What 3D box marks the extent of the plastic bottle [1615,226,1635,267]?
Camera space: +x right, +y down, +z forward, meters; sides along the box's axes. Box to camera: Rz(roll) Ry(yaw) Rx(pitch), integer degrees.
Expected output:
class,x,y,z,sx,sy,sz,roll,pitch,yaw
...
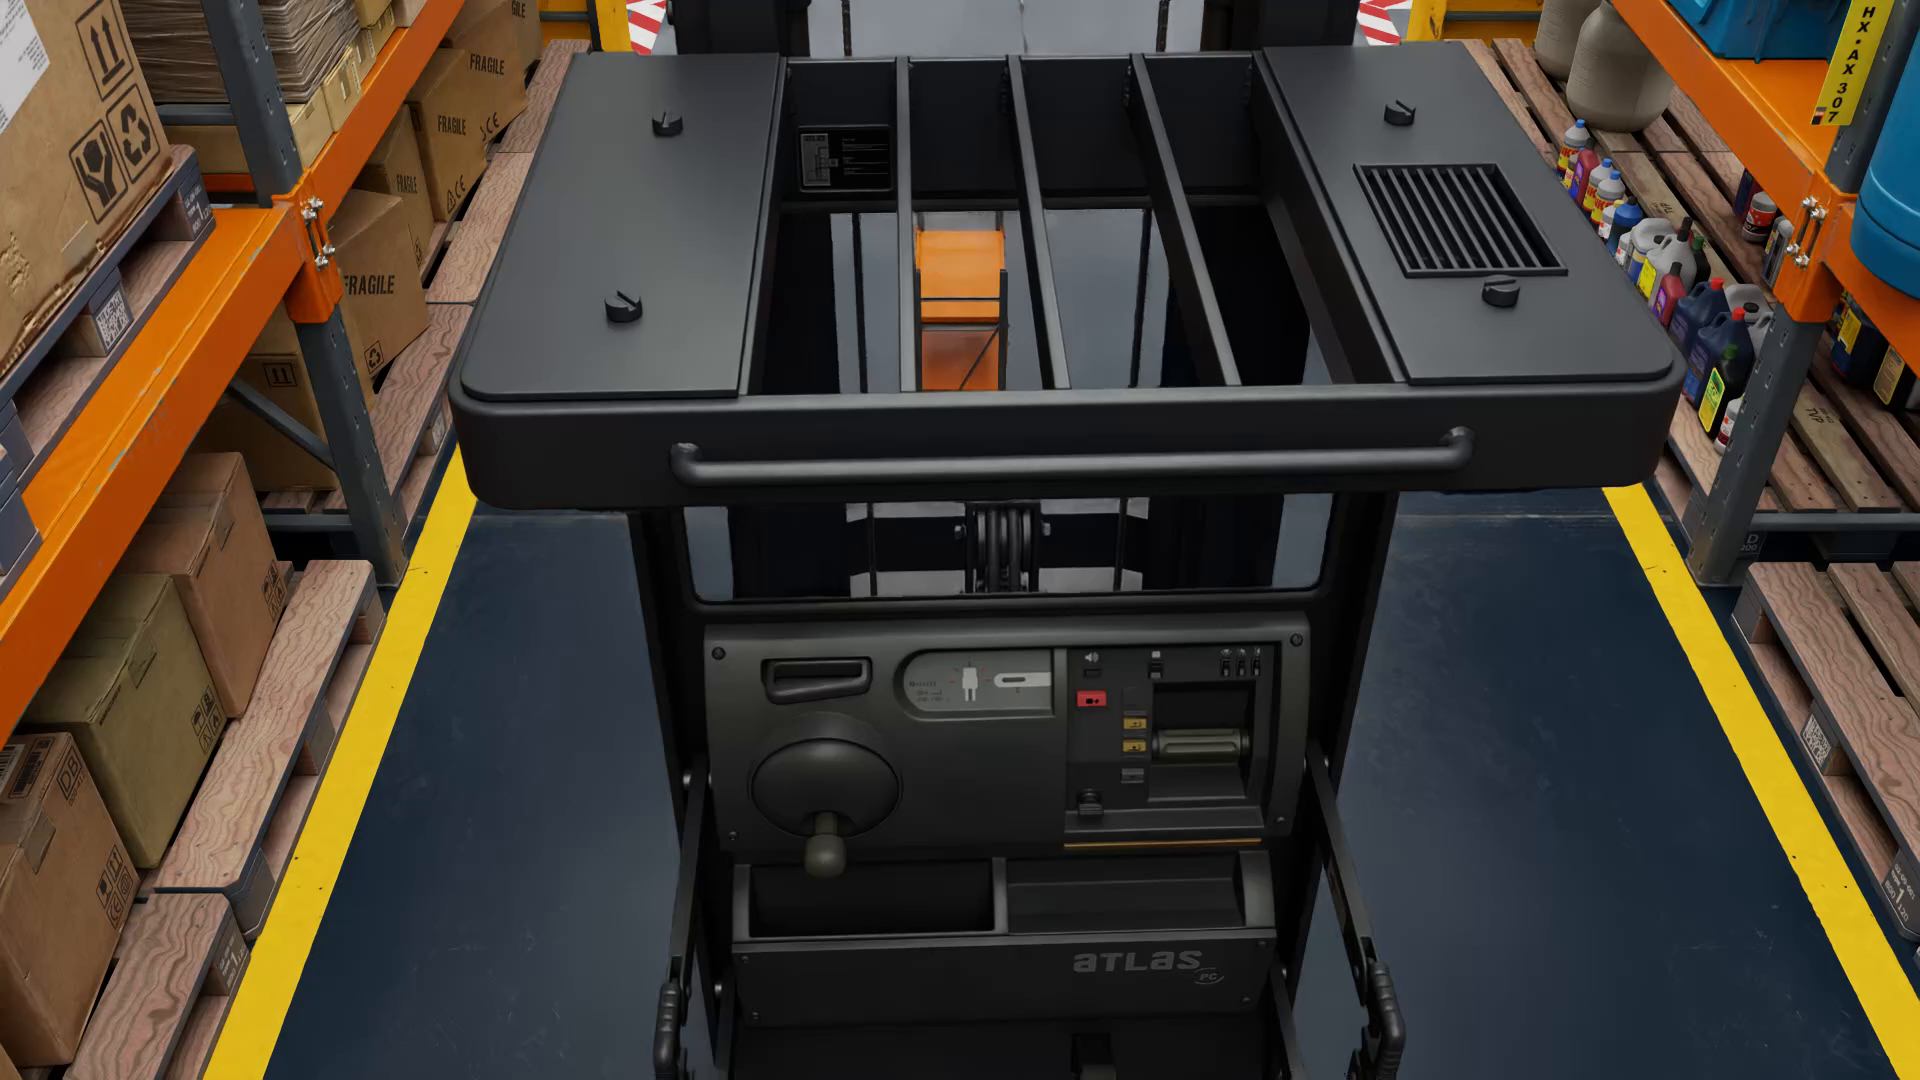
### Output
class,x,y,z,sx,sy,sz,roll,pitch,yaw
plastic bottle,2.433,-1.040,6.035,0.097,0.201,0.097,0,39,0

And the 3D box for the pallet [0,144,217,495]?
class,x,y,z,sx,sy,sz,roll,pitch,yaw
pallet,-2.351,-0.504,3.633,1.003,0.211,1.213,0,39,0

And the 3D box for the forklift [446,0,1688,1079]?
class,x,y,z,sx,sy,sz,roll,pitch,yaw
forklift,0.085,0.393,2.416,1.130,2.935,3.031,-1,39,-2

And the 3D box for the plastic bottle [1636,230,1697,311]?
class,x,y,z,sx,sy,sz,roll,pitch,yaw
plastic bottle,2.457,-0.923,5.769,0.144,0.351,0.185,0,39,0

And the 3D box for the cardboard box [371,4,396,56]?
class,x,y,z,sx,sy,sz,roll,pitch,yaw
cardboard box,-1.931,-1.562,5.002,0.380,0.149,0.250,0,39,0

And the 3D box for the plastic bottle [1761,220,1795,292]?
class,x,y,z,sx,sy,sz,roll,pitch,yaw
plastic bottle,3.011,-1.042,5.978,0.152,0.276,0.135,0,39,0

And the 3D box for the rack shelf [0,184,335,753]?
class,x,y,z,sx,sy,sz,roll,pitch,yaw
rack shelf,-2.205,0.475,2.834,1.077,0.370,4.000,0,39,0

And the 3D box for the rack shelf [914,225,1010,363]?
class,x,y,z,sx,sy,sz,roll,pitch,yaw
rack shelf,0.000,-0.671,4.500,0.258,0.148,0.480,0,39,0

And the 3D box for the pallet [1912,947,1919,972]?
class,x,y,z,sx,sy,sz,roll,pitch,yaw
pallet,2.790,1.284,3.479,1.003,0.211,1.213,0,39,0

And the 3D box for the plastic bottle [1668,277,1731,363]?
class,x,y,z,sx,sy,sz,roll,pitch,yaw
plastic bottle,2.457,-0.721,5.517,0.144,0.351,0.185,-2,39,-2

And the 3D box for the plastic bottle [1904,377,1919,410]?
class,x,y,z,sx,sy,sz,roll,pitch,yaw
plastic bottle,3.156,-0.571,5.390,0.152,0.276,0.135,1,39,2

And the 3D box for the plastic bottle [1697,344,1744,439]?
class,x,y,z,sx,sy,sz,roll,pitch,yaw
plastic bottle,2.416,-0.473,5.261,0.061,0.283,0.133,2,39,2

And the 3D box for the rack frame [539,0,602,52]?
class,x,y,z,sx,sy,sz,roll,pitch,yaw
rack frame,-2.211,-3.558,7.291,1.000,3.000,0.127,0,39,0

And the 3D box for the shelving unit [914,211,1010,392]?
class,x,y,z,sx,sy,sz,roll,pitch,yaw
shelving unit,0.000,-0.365,4.746,0.258,1.200,0.503,0,39,0

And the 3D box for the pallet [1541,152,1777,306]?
class,x,y,z,sx,sy,sz,roll,pitch,yaw
pallet,2.783,-1.157,6.525,1.003,0.211,1.213,0,39,0

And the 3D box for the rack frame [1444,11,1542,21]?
class,x,y,z,sx,sy,sz,roll,pitch,yaw
rack frame,2.742,-3.562,7.296,1.000,3.000,0.127,0,39,0

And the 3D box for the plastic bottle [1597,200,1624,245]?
class,x,y,z,sx,sy,sz,roll,pitch,yaw
plastic bottle,2.433,-1.169,6.195,0.097,0.201,0.097,0,39,0

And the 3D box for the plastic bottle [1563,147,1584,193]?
class,x,y,z,sx,sy,sz,roll,pitch,yaw
plastic bottle,2.432,-1.443,6.537,0.097,0.201,0.097,0,39,0

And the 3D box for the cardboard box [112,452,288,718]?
class,x,y,z,sx,sy,sz,roll,pitch,yaw
cardboard box,-2.228,0.131,4.335,0.700,0.500,0.500,-3,39,-4

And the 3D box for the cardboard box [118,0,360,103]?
class,x,y,z,sx,sy,sz,roll,pitch,yaw
cardboard box,-2.145,-1.493,4.397,0.875,0.500,0.500,0,39,0

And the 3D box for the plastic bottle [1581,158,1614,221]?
class,x,y,z,sx,sy,sz,roll,pitch,yaw
plastic bottle,2.432,-1.320,6.329,0.097,0.271,0.097,0,39,0

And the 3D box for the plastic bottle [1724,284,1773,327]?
class,x,y,z,sx,sy,sz,roll,pitch,yaw
plastic bottle,2.605,-0.708,5.560,0.152,0.276,0.135,0,39,0

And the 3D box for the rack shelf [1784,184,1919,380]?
class,x,y,z,sx,sy,sz,roll,pitch,yaw
rack shelf,2.748,0.471,2.839,1.077,0.370,4.000,0,39,0

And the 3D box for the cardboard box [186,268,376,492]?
class,x,y,z,sx,sy,sz,roll,pitch,yaw
cardboard box,-2.167,-0.495,5.133,0.500,0.500,0.500,-1,39,-1

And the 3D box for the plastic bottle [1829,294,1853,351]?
class,x,y,z,sx,sy,sz,roll,pitch,yaw
plastic bottle,3.039,-0.763,5.633,0.097,0.271,0.097,0,39,0

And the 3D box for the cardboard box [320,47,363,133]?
class,x,y,z,sx,sy,sz,roll,pitch,yaw
cardboard box,-1.894,-1.250,4.612,0.380,0.149,0.250,0,39,0

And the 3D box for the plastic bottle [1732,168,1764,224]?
class,x,y,z,sx,sy,sz,roll,pitch,yaw
plastic bottle,3.048,-1.367,6.378,0.061,0.283,0.133,0,39,0

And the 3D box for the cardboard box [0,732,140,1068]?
class,x,y,z,sx,sy,sz,roll,pitch,yaw
cardboard box,-2.245,0.779,3.526,0.700,0.500,0.500,-3,39,-4

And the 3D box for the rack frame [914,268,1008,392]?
class,x,y,z,sx,sy,sz,roll,pitch,yaw
rack frame,0.000,-0.212,4.555,0.240,1.200,0.015,0,39,0

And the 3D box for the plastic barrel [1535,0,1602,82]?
class,x,y,z,sx,sy,sz,roll,pitch,yaw
plastic barrel,2.819,-2.343,7.429,0.421,0.512,0.421,0,39,0

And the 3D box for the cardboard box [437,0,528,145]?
class,x,y,z,sx,sy,sz,roll,pitch,yaw
cardboard box,-2.192,-1.982,6.988,0.500,0.500,0.500,10,40,12

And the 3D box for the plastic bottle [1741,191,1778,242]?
class,x,y,z,sx,sy,sz,roll,pitch,yaw
plastic bottle,3.030,-1.237,6.281,0.097,0.201,0.097,0,39,0

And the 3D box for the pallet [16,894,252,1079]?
class,x,y,z,sx,sy,sz,roll,pitch,yaw
pallet,-2.200,1.283,3.480,1.003,0.211,1.213,0,39,0

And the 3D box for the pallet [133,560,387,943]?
class,x,y,z,sx,sy,sz,roll,pitch,yaw
pallet,-2.204,0.518,4.435,1.003,0.211,1.213,0,39,0

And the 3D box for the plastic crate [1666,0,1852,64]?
class,x,y,z,sx,sy,sz,roll,pitch,yaw
plastic crate,2.473,-1.694,5.084,0.499,0.251,0.616,0,39,0

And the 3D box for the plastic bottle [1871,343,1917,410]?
class,x,y,z,sx,sy,sz,roll,pitch,yaw
plastic bottle,3.050,-0.573,5.387,0.061,0.283,0.133,0,39,0

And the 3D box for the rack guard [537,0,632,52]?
class,x,y,z,sx,sy,sz,roll,pitch,yaw
rack guard,-2.211,-2.535,8.014,1.175,0.500,0.348,0,39,0

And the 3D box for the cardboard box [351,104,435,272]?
class,x,y,z,sx,sy,sz,roll,pitch,yaw
cardboard box,-2.255,-1.242,6.064,0.500,0.500,0.500,-3,39,-4

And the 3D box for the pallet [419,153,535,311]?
class,x,y,z,sx,sy,sz,roll,pitch,yaw
pallet,-2.247,-1.153,6.521,1.003,0.211,1.213,0,39,0

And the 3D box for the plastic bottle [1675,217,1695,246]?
class,x,y,z,sx,sy,sz,roll,pitch,yaw
plastic bottle,2.567,-0.999,5.918,0.061,0.283,0.133,0,39,0
